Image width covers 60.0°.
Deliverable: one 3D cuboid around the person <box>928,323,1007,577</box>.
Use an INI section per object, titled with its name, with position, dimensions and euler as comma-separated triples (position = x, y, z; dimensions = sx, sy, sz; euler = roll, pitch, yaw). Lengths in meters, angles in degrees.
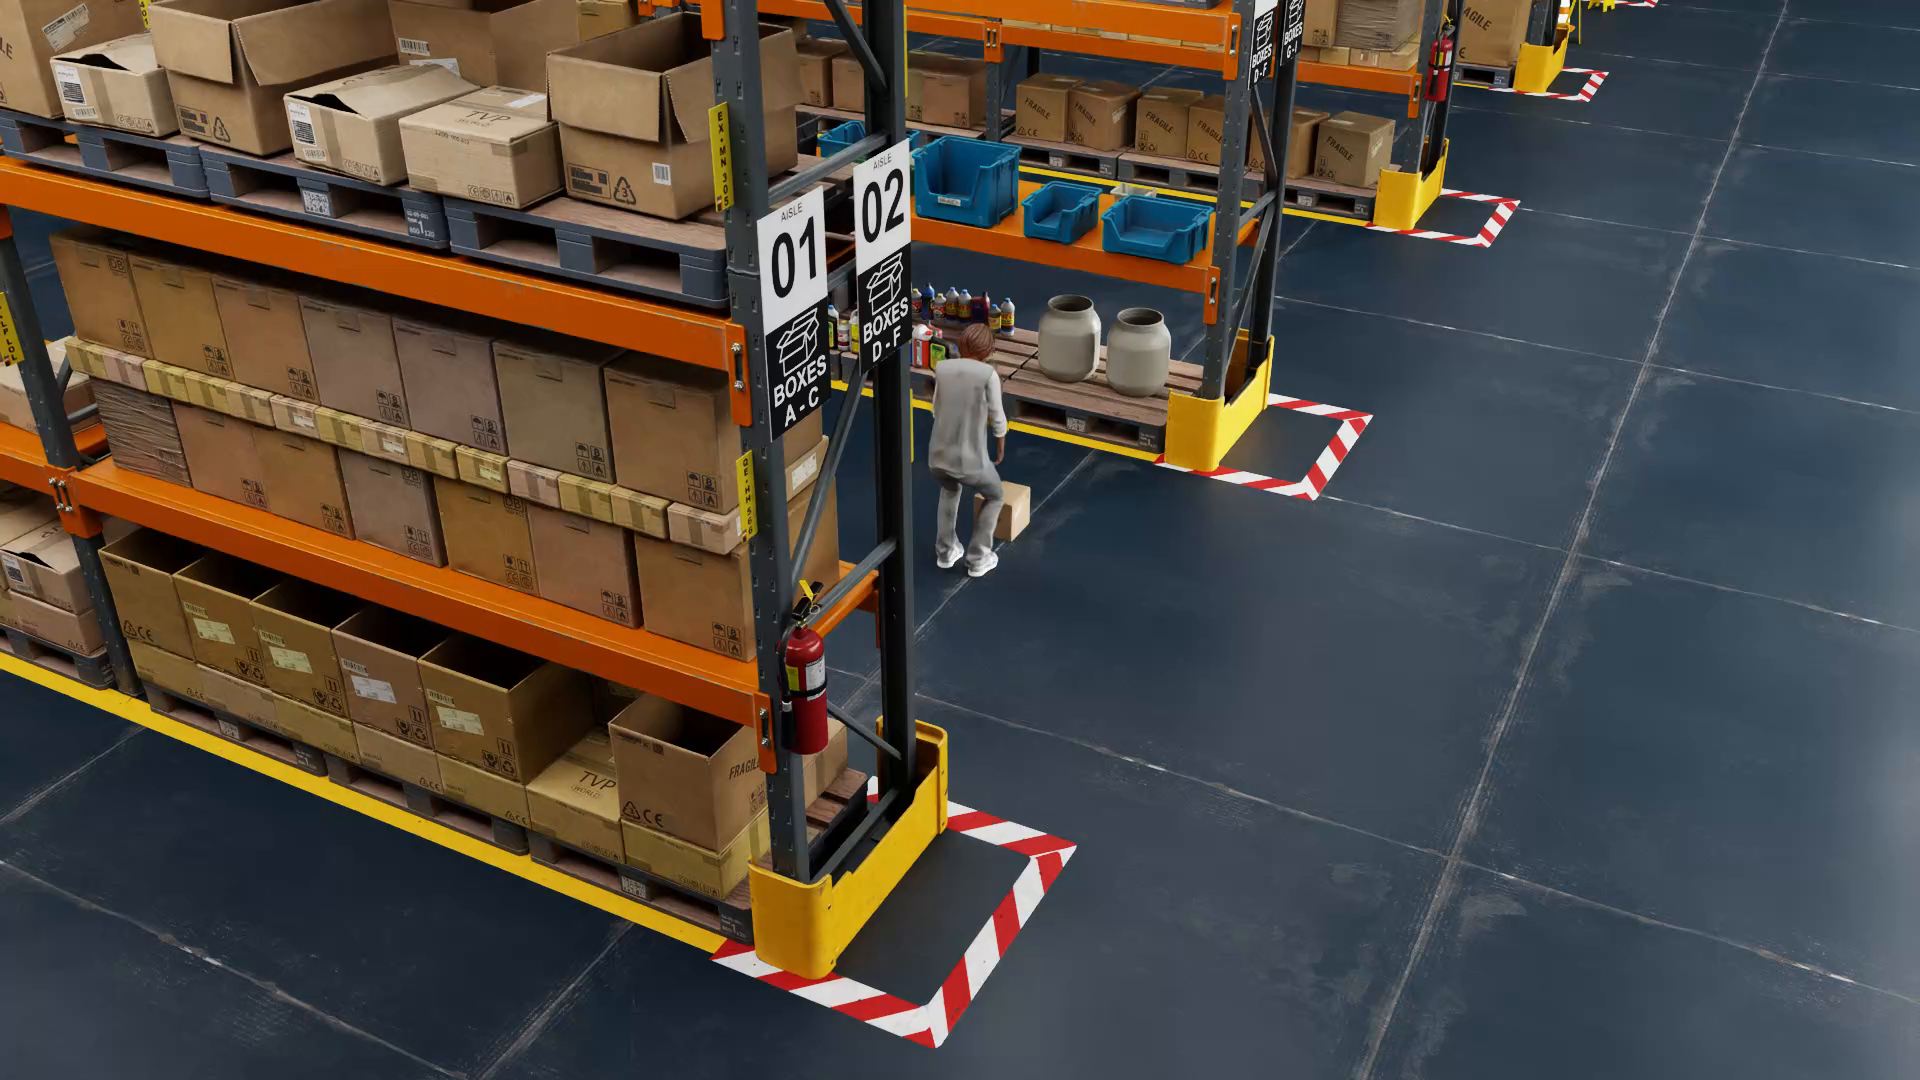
[person]
position = 0.020, -0.487, 9.299
dimensions = 0.456, 1.423, 0.560
euler = 15, 34, 24
